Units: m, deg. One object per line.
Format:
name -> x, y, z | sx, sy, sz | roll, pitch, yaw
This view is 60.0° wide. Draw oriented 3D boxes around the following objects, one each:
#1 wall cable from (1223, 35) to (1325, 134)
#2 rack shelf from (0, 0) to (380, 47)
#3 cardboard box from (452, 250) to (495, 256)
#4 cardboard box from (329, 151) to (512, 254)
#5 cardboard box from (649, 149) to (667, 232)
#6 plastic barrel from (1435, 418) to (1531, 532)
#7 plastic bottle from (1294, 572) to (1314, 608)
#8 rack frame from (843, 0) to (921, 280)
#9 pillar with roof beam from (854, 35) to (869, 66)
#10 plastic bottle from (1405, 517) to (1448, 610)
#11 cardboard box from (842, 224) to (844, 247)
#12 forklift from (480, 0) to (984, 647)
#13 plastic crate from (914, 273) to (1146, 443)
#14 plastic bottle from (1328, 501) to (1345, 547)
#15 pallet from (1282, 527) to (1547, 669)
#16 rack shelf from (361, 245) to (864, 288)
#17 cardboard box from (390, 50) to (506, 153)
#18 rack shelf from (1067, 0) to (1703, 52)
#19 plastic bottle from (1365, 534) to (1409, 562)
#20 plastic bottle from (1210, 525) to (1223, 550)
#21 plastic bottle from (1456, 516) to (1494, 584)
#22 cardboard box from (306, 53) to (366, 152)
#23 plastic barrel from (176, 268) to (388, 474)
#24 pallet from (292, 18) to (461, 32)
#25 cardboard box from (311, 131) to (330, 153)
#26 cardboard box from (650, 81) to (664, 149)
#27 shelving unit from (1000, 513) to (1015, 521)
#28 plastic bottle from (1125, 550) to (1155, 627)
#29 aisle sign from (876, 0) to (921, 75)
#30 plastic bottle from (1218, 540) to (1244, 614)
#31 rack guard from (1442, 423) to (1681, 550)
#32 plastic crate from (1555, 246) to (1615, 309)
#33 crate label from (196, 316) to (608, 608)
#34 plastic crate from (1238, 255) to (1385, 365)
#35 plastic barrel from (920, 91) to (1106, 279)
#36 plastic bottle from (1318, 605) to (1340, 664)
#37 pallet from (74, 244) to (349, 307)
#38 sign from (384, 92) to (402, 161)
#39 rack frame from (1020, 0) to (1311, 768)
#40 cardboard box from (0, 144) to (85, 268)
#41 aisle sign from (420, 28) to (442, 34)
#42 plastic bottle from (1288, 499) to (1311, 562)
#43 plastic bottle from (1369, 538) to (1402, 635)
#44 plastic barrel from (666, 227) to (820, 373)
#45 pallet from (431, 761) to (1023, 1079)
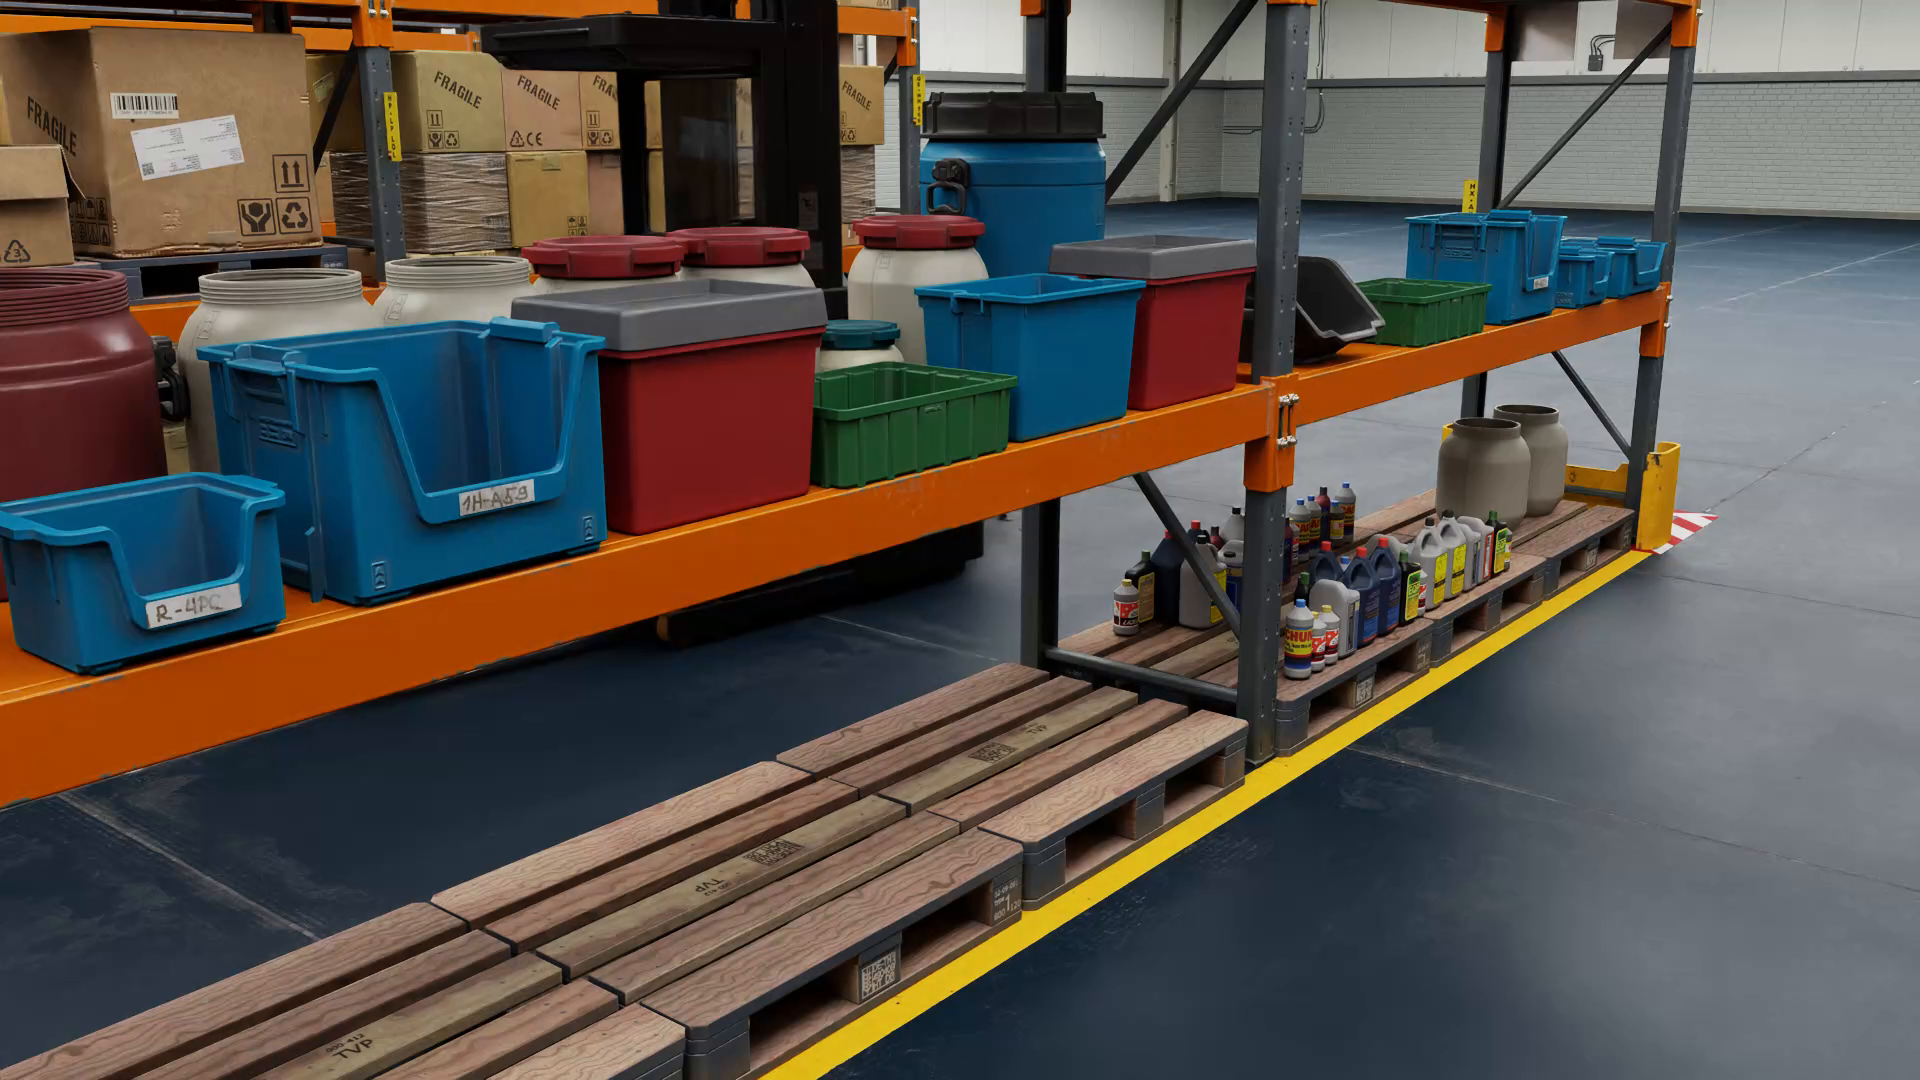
wall cable -> 8.335, -12.122, 44.369 | 3.097, 2.526, 0.112 | 11, 18, 38
rack shelf -> -4.461, -2.263, 6.809 | 1.077, 0.370, 4.000 | 11, 18, 38
cardboard box -> -2.668, -1.460, 8.787 | 0.380, 0.149, 0.250 | 11, 18, 38
cardboard box -> -2.874, -1.810, 8.850 | 0.875, 0.500, 0.500 | 11, 18, 38
cardboard box -> -1.950, -2.101, 9.995 | 0.875, 0.500, 0.500 | 11, 18, 38
plastic barrel -> 2.493, -0.305, 7.929 | 0.421, 0.512, 0.421 | 0, 14, 0
plastic bottle -> 1.288, 0.253, 6.158 | 0.061, 0.283, 0.133 | 11, 18, 38
rack frame -> -0.690, -2.307, 11.612 | 1.000, 3.000, 0.127 | 11, 18, 38
pillar with roof beam -> 1.261, -10.303, 30.903 | 9.100, 9.000, 0.400 | 11, 18, 38
plastic bottle -> 1.864, 0.088, 6.670 | 0.144, 0.351, 0.185 | 11, 18, 37
cardboard box -> -0.984, -1.995, 10.895 | 0.380, 0.149, 0.250 | 11, 18, 38
forklift -> -1.305, -1.120, 7.080 | 3.031, 2.935, 1.130 | -13, 19, -41
plastic crate -> 0.197, -0.507, 4.561 | 0.392, 0.384, 0.575 | 11, 18, 38
plastic bottle -> 1.715, -0.079, 7.631 | 0.097, 0.201, 0.097 | 0, 14, 0
pallet -> 1.869, 0.220, 7.328 | 1.003, 0.211, 1.213 | 11, 18, 38
rack shelf -> -1.947, -1.575, 10.193 | 1.077, 0.370, 4.000 | 11, 18, 38
cardboard box -> -2.724, -2.265, 8.609 | 0.500, 0.500, 0.500 | 11, 18, 38
rack shelf -> 1.905, -2.263, 6.807 | 1.077, 0.370, 4.000 | 11, 18, 38
plastic bottle -> 1.733, 0.106, 6.751 | 0.152, 0.276, 0.135 | 11, 18, 38
plastic bottle -> 1.019, 0.086, 6.814 | 0.061, 0.283, 0.133 | 13, 19, 41
plastic bottle -> 2.169, 0.030, 7.052 | 0.152, 0.276, 0.135 | 11, 18, 38
cardboard box -> -3.136, -2.347, 8.932 | 0.500, 0.500, 0.500 | 11, 18, 38
plastic barrel -> -1.386, -0.293, 3.456 | 0.421, 0.512, 0.421 | 0, 14, 0
pallet -> -4.943, -4.361, 13.786 | 1.003, 0.211, 1.213 | 11, 18, 38
cardboard box -> -5.480, -3.419, 13.492 | 0.875, 0.550, 0.550 | 11, 18, 38
cardboard box -> -1.791, -2.554, 9.747 | 0.500, 0.500, 0.500 | 11, 18, 38
shelving unit -> 0.120, -0.745, 8.511 | 0.431, 1.500, 0.755 | 13, 19, 42
plastic bottle -> 0.694, 0.186, 6.424 | 0.061, 0.283, 0.133 | 12, 19, 40
aisle sign -> -0.418, -3.533, 11.156 | 0.394, 0.787, 0.004 | 11, 18, 38
plastic bottle -> 1.080, 0.146, 6.595 | 0.152, 0.276, 0.135 | 11, 18, 38
rack guard -> 3.151, -0.307, 8.817 | 1.175, 0.500, 0.348 | 11, 18, 38
plastic crate -> 2.668, -1.203, 7.568 | 0.499, 0.251, 0.408 | 11, 18, 38
crate label -> -1.031, -0.174, 3.144 | 0.502, 0.435, 0.616 | 11, 18, 38
plastic crate -> 1.076, -0.825, 5.905 | 0.767, 0.338, 0.504 | 11, 18, 38
plastic barrel -> 0.169, -0.990, 5.411 | 0.600, 0.901, 0.708 | 11, 18, 38
plastic bottle -> 1.317, 0.336, 5.997 | 0.097, 0.201, 0.097 | 0, 14, 0
pallet -> -3.798, -1.324, 8.133 | 1.003, 0.211, 1.213 | 11, 18, 38
sign -> -2.771, -2.017, 8.119 | 0.100, 0.325, 0.005 | 11, 18, 38
rack frame -> 0.648, -0.775, 5.580 | 1.000, 3.000, 0.127 | 11, 18, 38
cardboard box -> -4.222, -1.448, 7.169 | 0.797, 0.503, 0.637 | 14, 20, 43
aisle sign -> -4.674, -4.414, 14.626 | 0.394, 0.787, 0.004 | 11, 18, 38
plastic bottle -> 1.502, -0.048, 7.366 | 0.097, 0.271, 0.097 | 0, 14, 0
plastic bottle -> 1.597, 0.170, 6.350 | 0.144, 0.351, 0.185 | 10, 18, 35
plastic barrel -> -0.585, -0.551, 4.422 | 0.433, 0.535, 0.433 | 0, 14, 0
pallet -> -0.582, 0.968, 4.384 | 1.003, 0.211, 1.213 | 11, 18, 38
